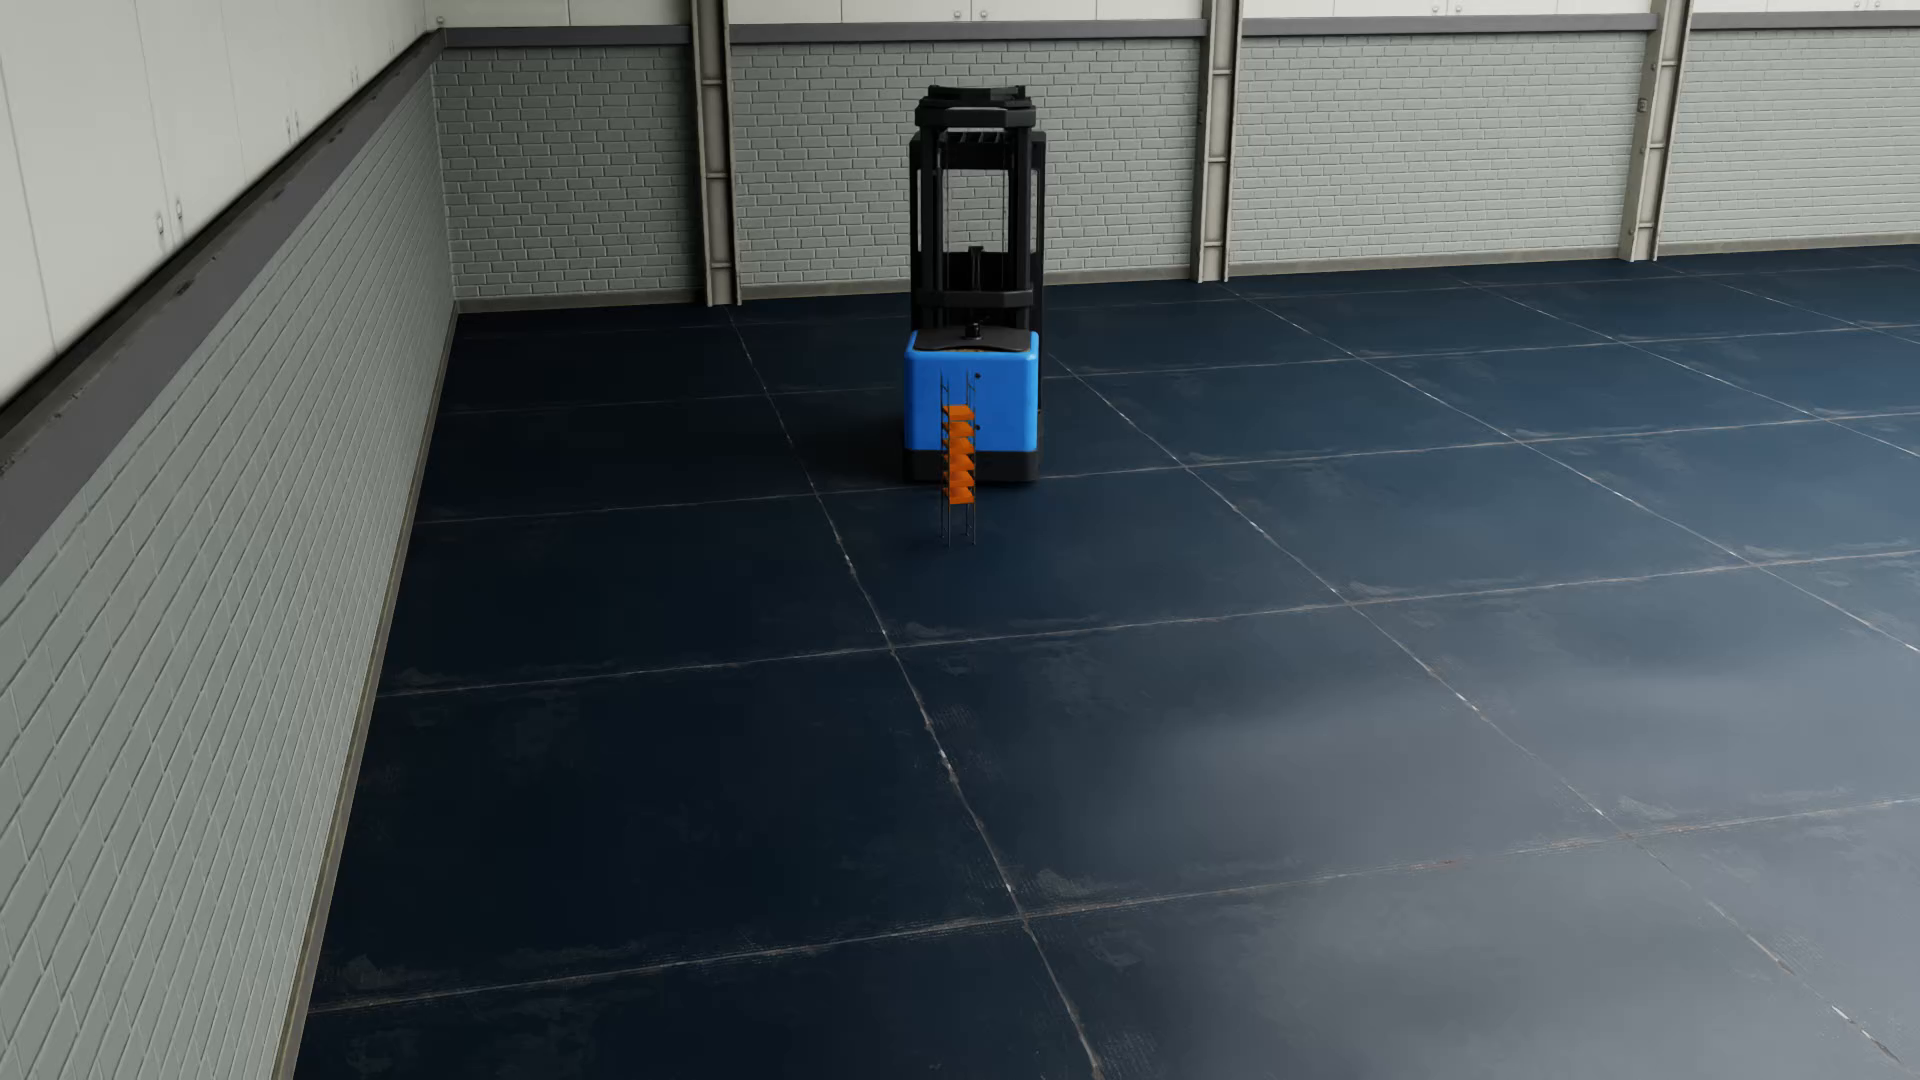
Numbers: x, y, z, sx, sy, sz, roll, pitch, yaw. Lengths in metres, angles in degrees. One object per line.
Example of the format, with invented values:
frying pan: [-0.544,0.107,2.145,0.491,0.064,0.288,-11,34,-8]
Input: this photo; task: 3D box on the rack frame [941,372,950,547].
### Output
rack frame: [-0.103,-0.555,11.585,0.006,1.200,0.240,-5,21,-12]

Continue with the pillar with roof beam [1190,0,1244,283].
pillar with roof beam: [4.075,-6.016,15.155,0.400,9.000,9.100,-5,21,-12]

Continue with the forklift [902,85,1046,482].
forklift: [0.152,-2.285,13.792,1.130,2.935,3.031,1,20,3]

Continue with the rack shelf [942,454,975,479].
rack shelf: [-0.014,-0.521,11.620,0.180,0.103,0.258,-5,21,-12]

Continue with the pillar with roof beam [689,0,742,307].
pillar with roof beam: [-1.764,-5.541,13.859,0.400,9.000,9.100,-5,21,-12]

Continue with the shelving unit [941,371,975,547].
shelving unit: [-0.014,-0.562,11.605,0.189,1.200,0.258,-5,21,-12]

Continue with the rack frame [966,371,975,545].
rack frame: [0.075,-0.569,11.625,0.006,1.200,0.240,-5,21,-12]

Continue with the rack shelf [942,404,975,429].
rack shelf: [-0.014,-0.859,11.497,0.180,0.103,0.258,-5,21,-12]

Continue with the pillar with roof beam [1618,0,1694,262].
pillar with roof beam: [9.914,-6.491,16.452,0.400,9.000,9.100,-5,21,-12]

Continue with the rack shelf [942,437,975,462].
rack shelf: [-0.014,-0.633,11.579,0.180,0.103,0.258,-5,21,-12]

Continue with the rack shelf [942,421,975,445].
rack shelf: [-0.014,-0.746,11.538,0.180,0.103,0.258,-5,21,-12]

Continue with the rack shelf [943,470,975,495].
rack shelf: [-0.014,-0.408,11.662,0.180,0.103,0.258,-5,21,-12]

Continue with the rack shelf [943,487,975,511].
rack shelf: [-0.014,-0.295,11.703,0.180,0.103,0.258,-5,21,-12]
